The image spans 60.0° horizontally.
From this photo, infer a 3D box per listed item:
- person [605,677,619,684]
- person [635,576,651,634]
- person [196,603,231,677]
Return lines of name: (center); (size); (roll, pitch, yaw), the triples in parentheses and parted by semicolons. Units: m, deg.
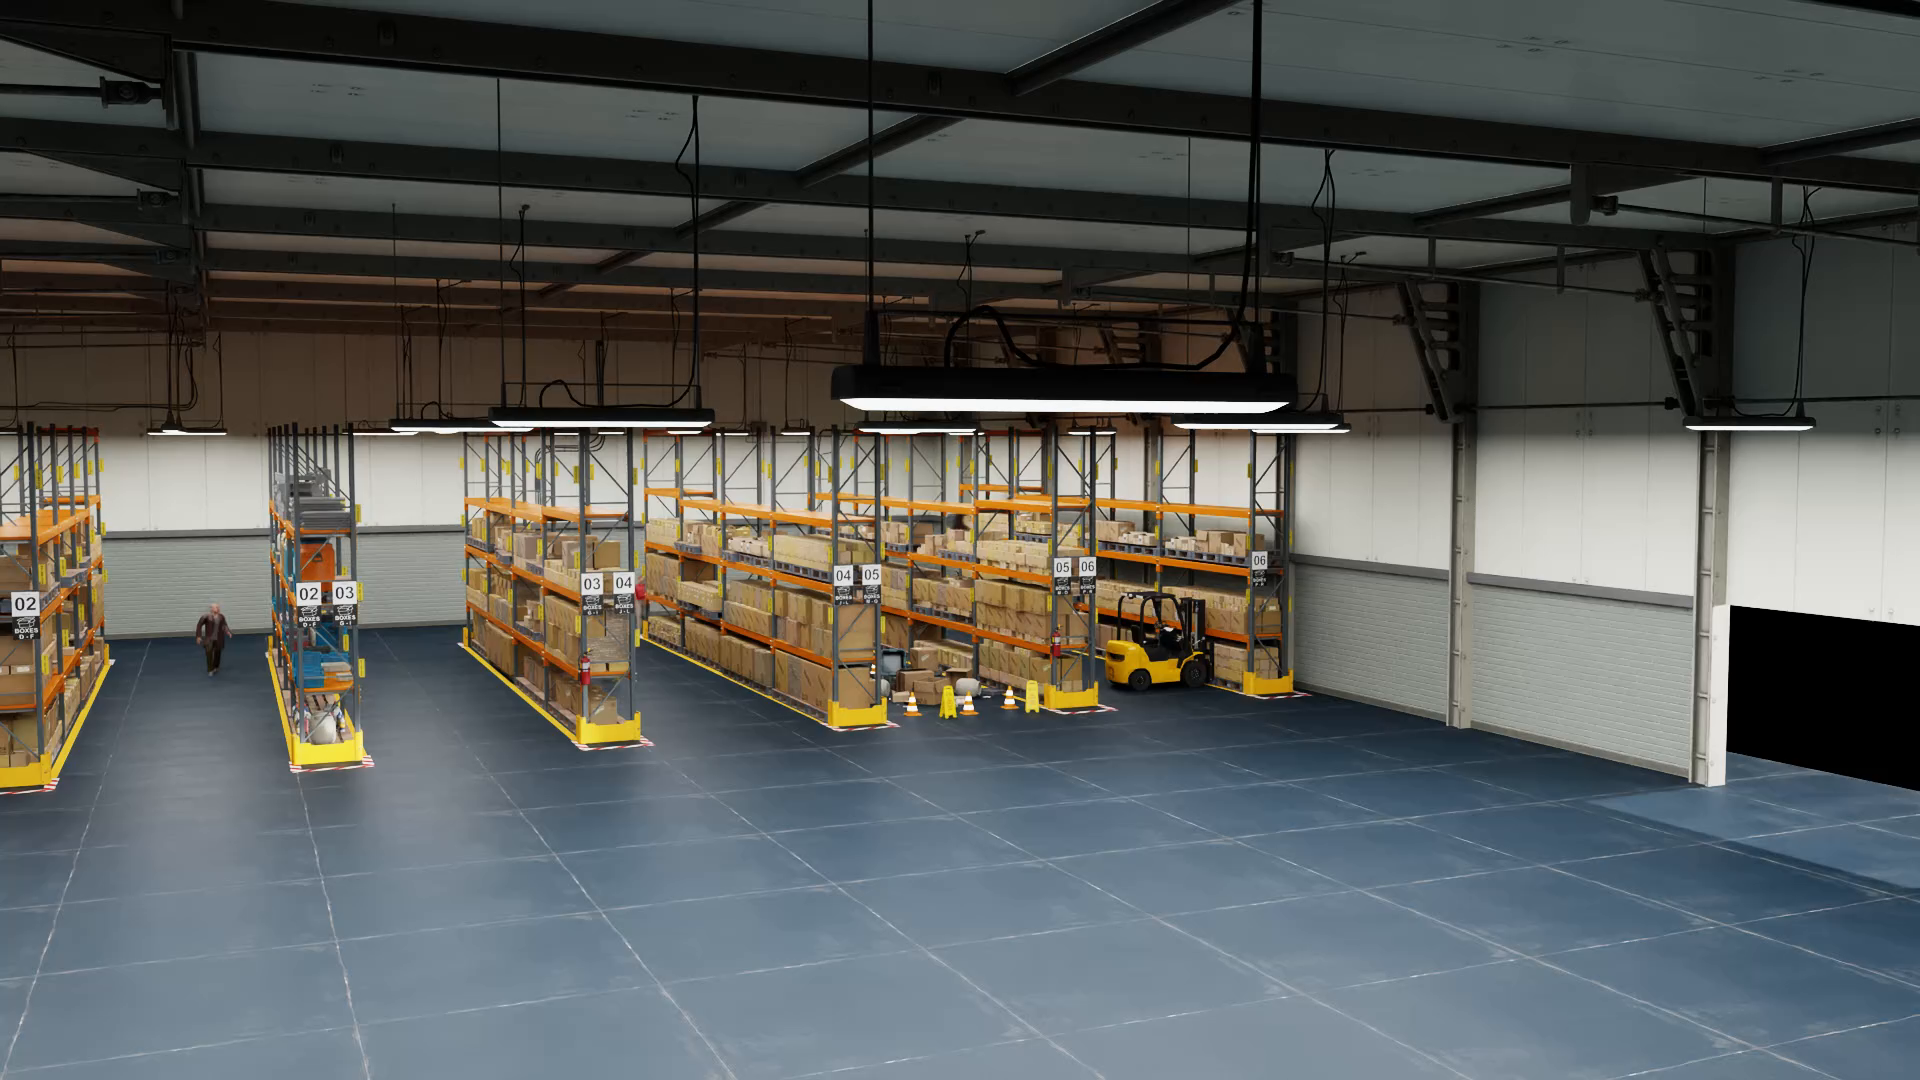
person: (-8.205, 2.480, 38.952); (0.500, 1.727, 1.025); (-1, 4, -20)
person: (-9.333, 1.922, 48.890); (0.572, 1.703, 0.712); (-1, 4, -14)
person: (-18.093, 2.431, 40.333); (0.786, 1.813, 0.919); (-1, 4, -22)
